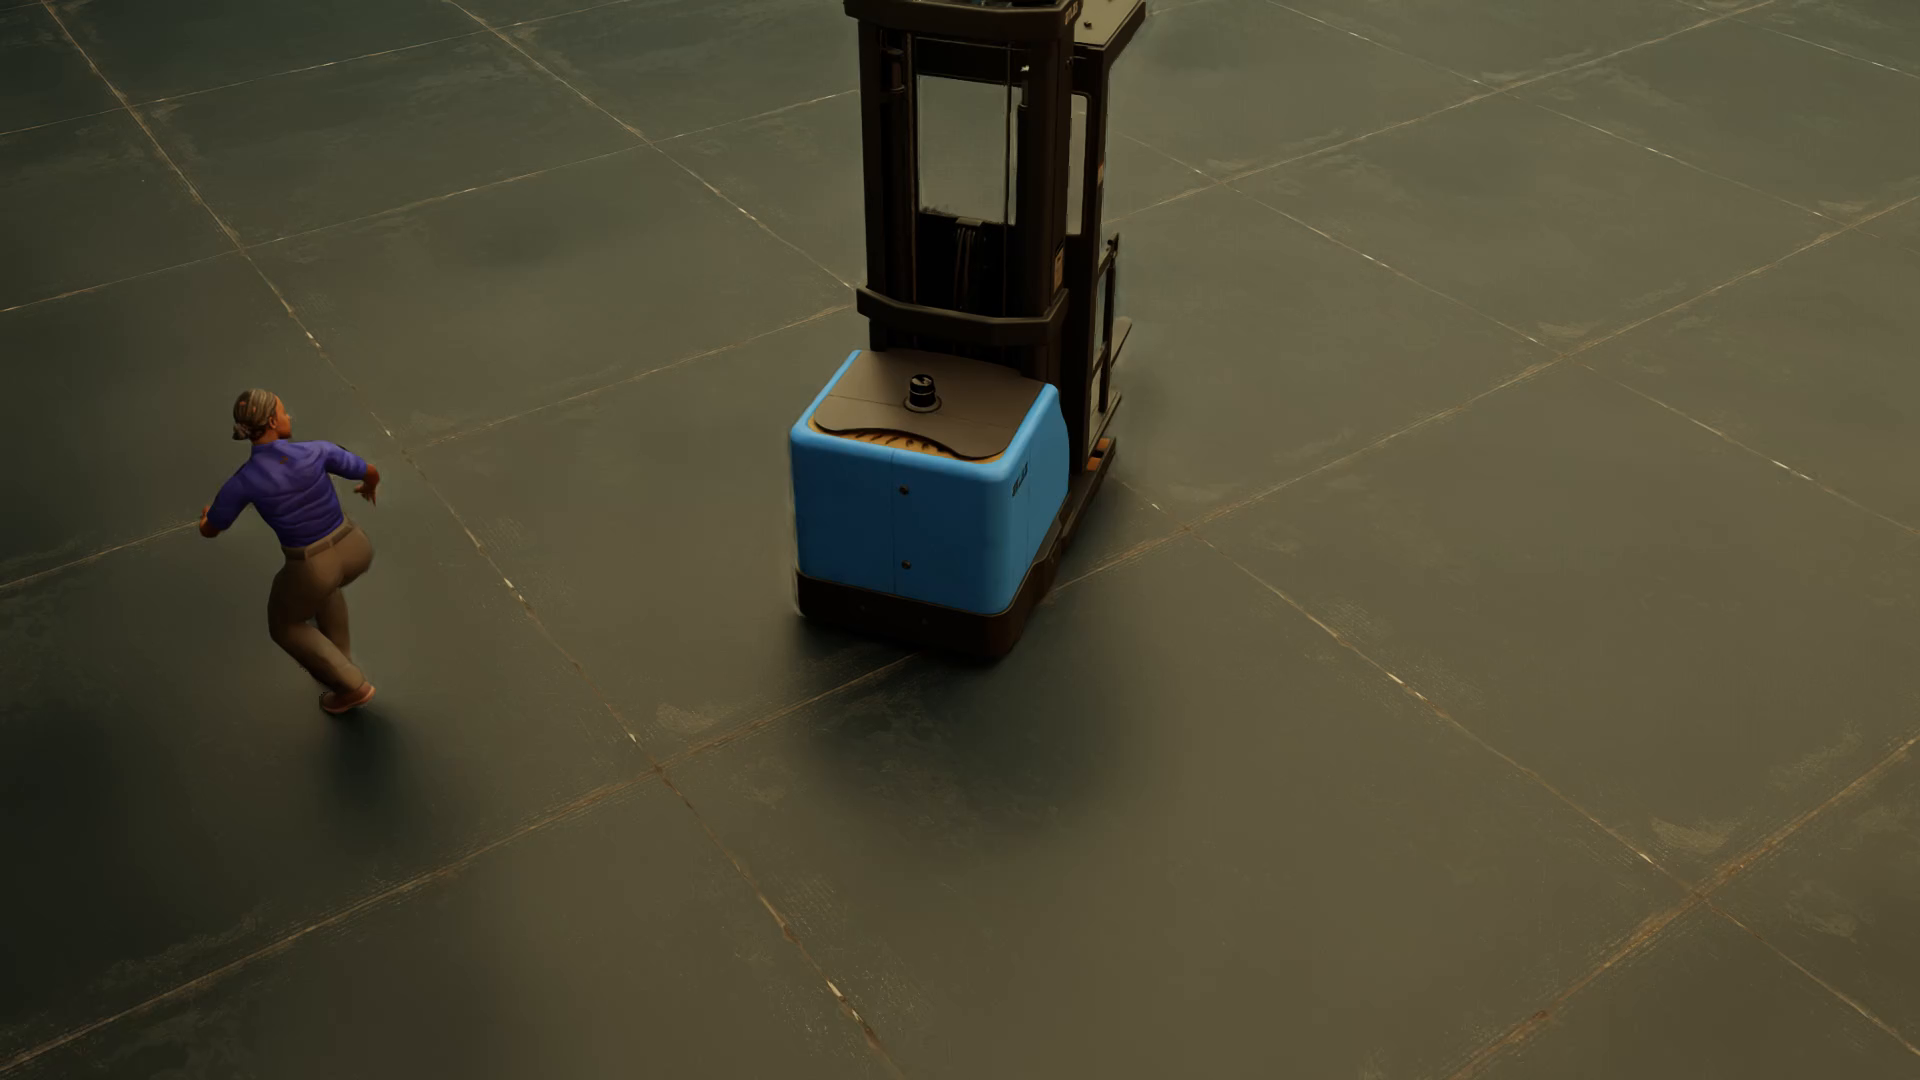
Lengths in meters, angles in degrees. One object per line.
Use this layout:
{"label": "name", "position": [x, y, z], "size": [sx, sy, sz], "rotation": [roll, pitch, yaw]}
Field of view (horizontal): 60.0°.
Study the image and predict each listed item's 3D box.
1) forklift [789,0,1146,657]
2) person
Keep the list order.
{"label": "forklift", "position": [0.198, -1.522, 8.003], "size": [1.130, 2.935, 3.031], "rotation": [12, 38, 15]}
{"label": "person", "position": [-2.810, 0.000, 7.111], "size": [0.748, 1.548, 0.760], "rotation": [27, 44, 31]}
